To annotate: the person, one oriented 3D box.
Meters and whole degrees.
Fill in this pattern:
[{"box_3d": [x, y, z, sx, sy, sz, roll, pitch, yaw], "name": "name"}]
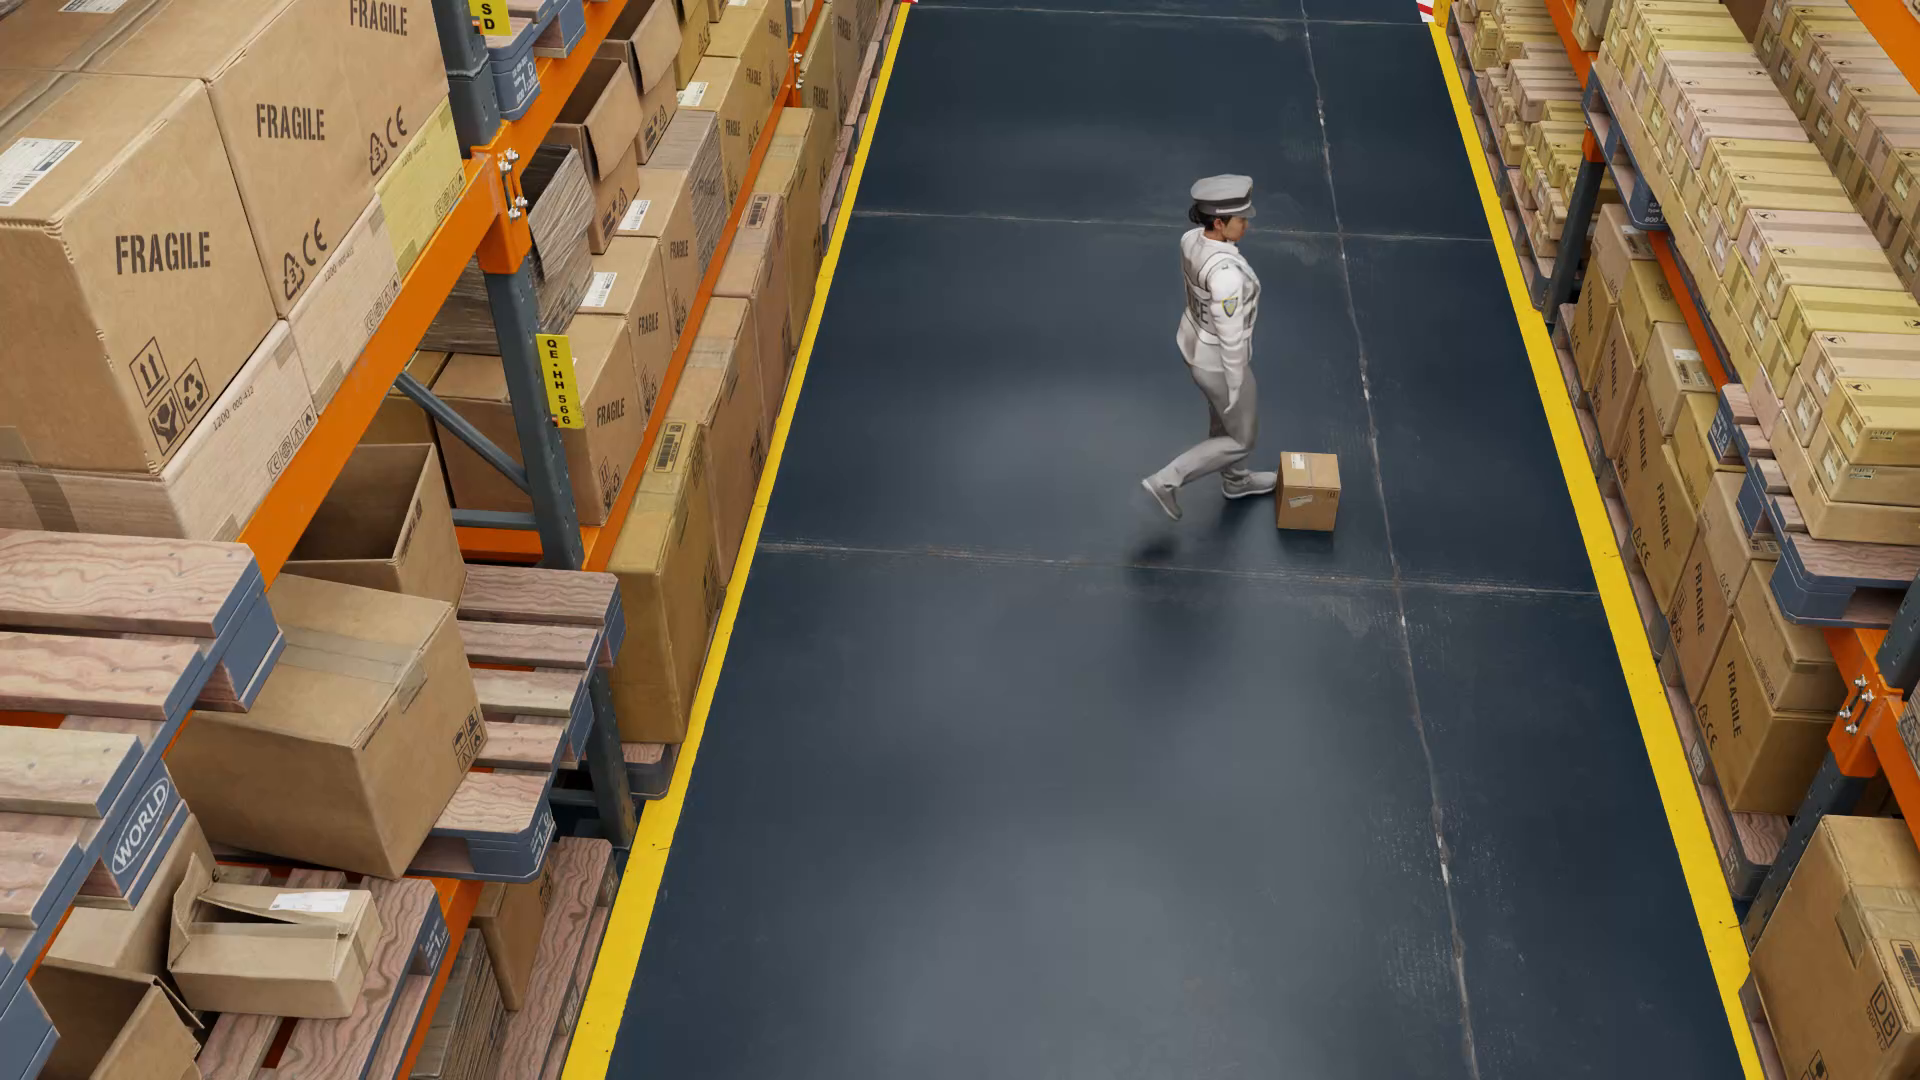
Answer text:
[{"box_3d": [1.138, -0.791, 7.087, 0.743, 1.645, 0.518, -8, 41, -9], "name": "person"}]
